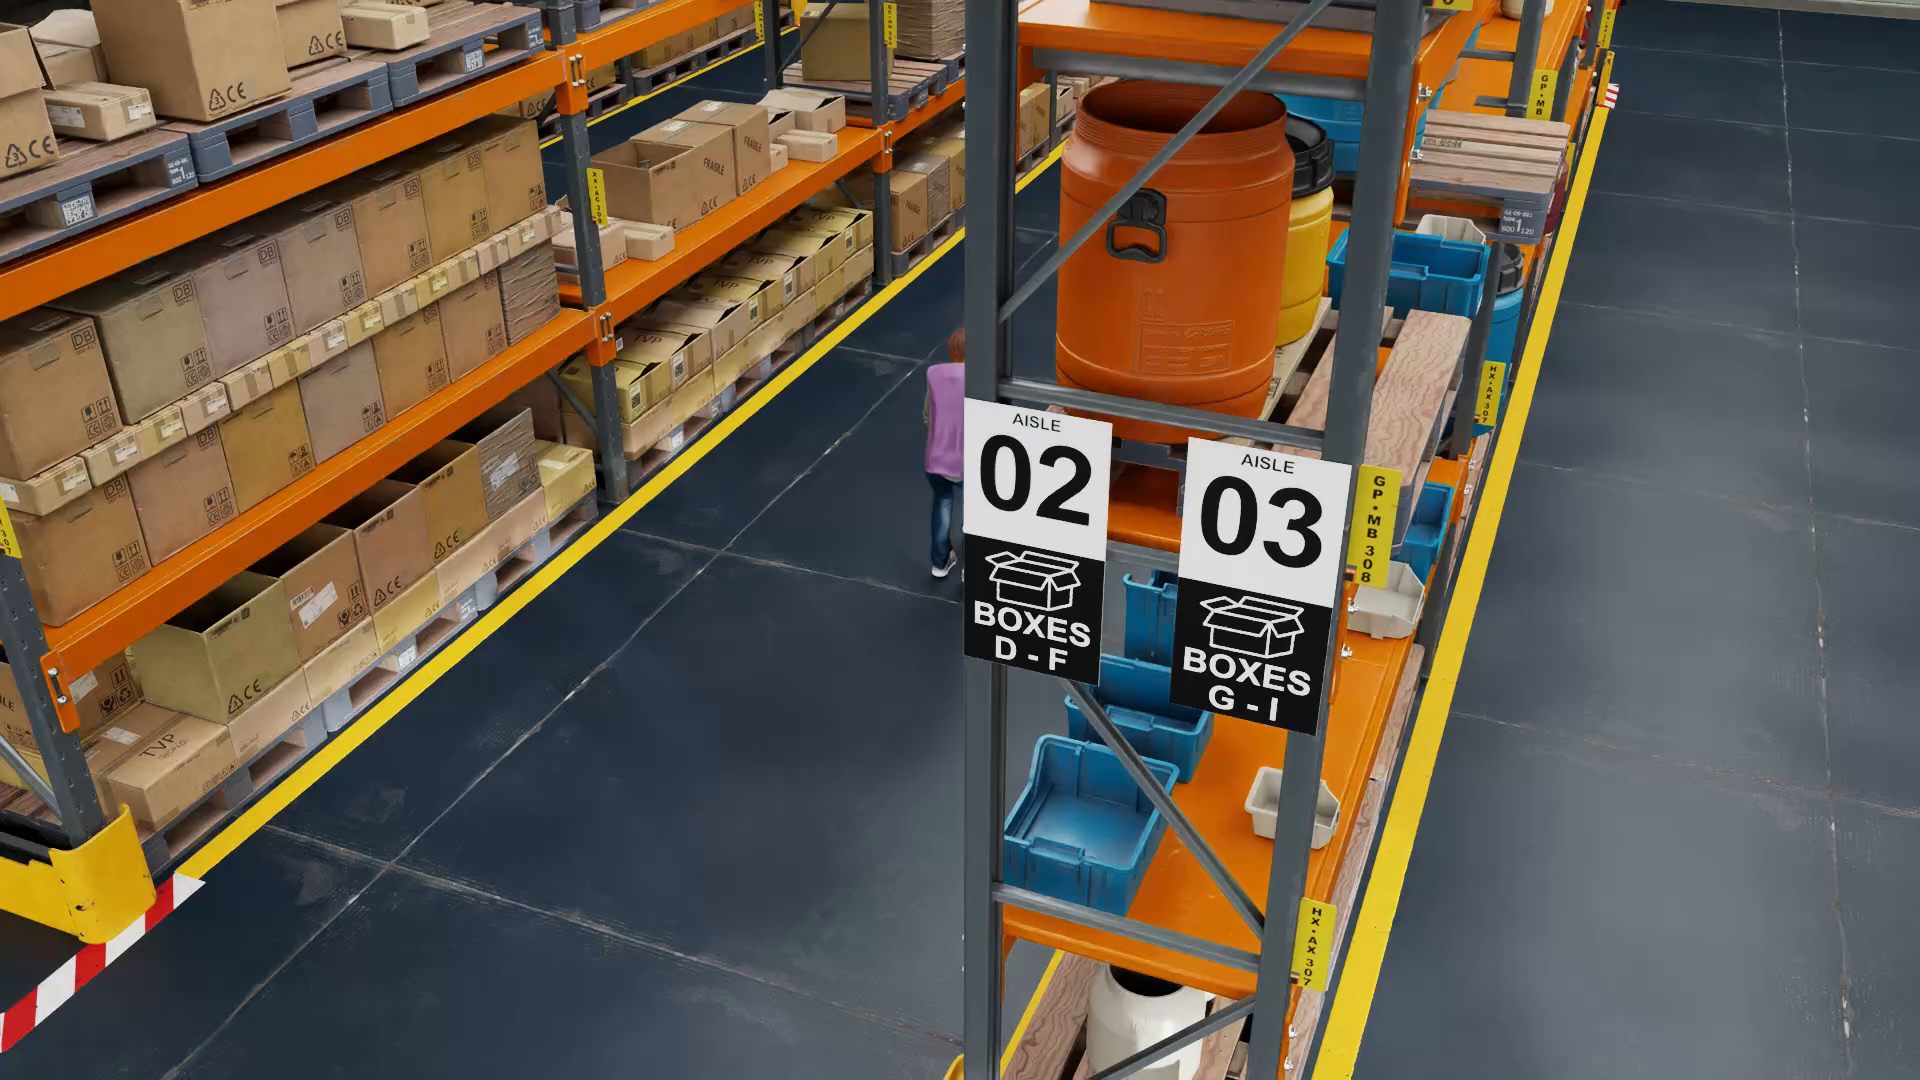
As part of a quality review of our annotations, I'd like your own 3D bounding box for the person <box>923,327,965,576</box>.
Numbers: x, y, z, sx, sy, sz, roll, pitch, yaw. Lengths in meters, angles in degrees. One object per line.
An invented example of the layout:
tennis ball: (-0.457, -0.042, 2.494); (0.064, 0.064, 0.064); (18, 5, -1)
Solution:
person: (-0.016, -0.453, 9.337); (0.451, 1.449, 0.518); (12, 32, 20)
